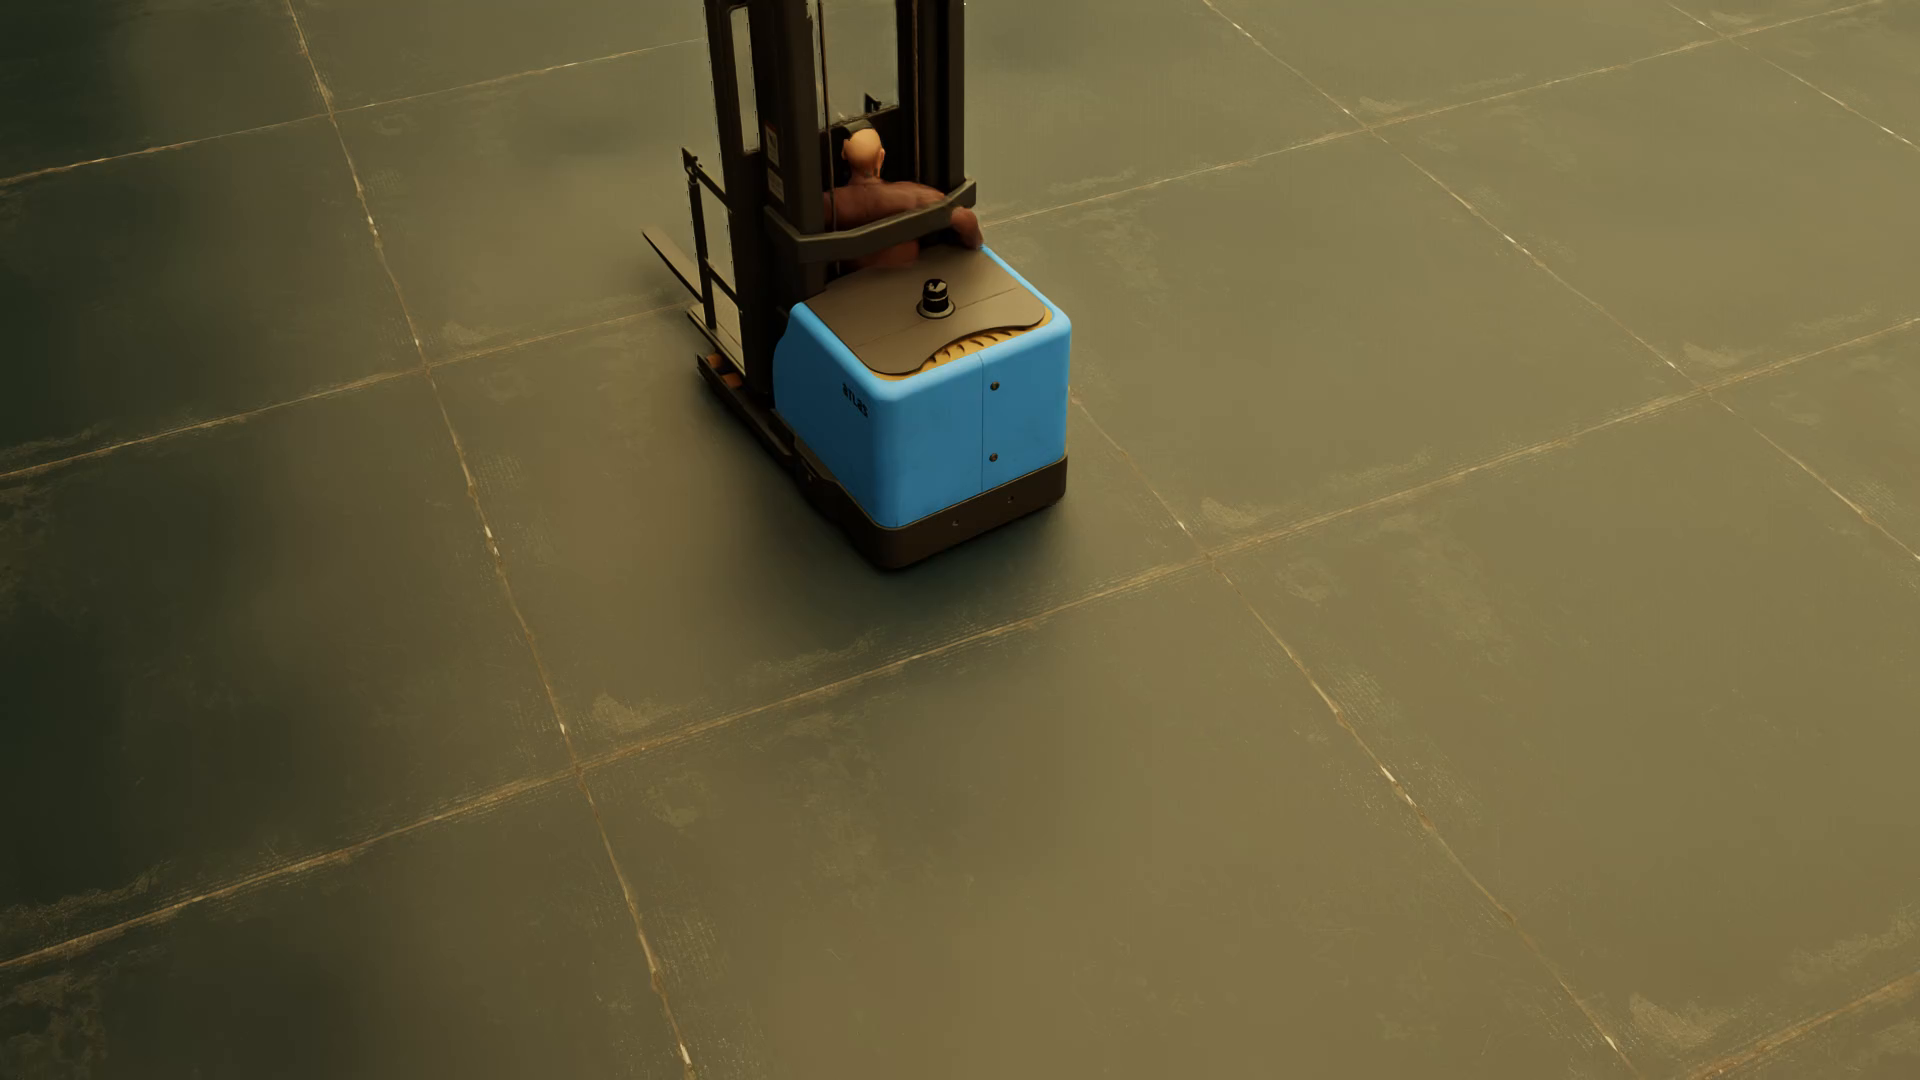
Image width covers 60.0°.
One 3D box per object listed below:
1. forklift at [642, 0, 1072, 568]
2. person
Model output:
[{"bbox_3d":[-0.705,-1.925,7.743,1.130,2.935,3.031,-23,48,-23],"label":"forklift"},{"bbox_3d":[-0.372,-1.306,7.980,0.989,1.679,0.712,7,43,7],"label":"person"}]
